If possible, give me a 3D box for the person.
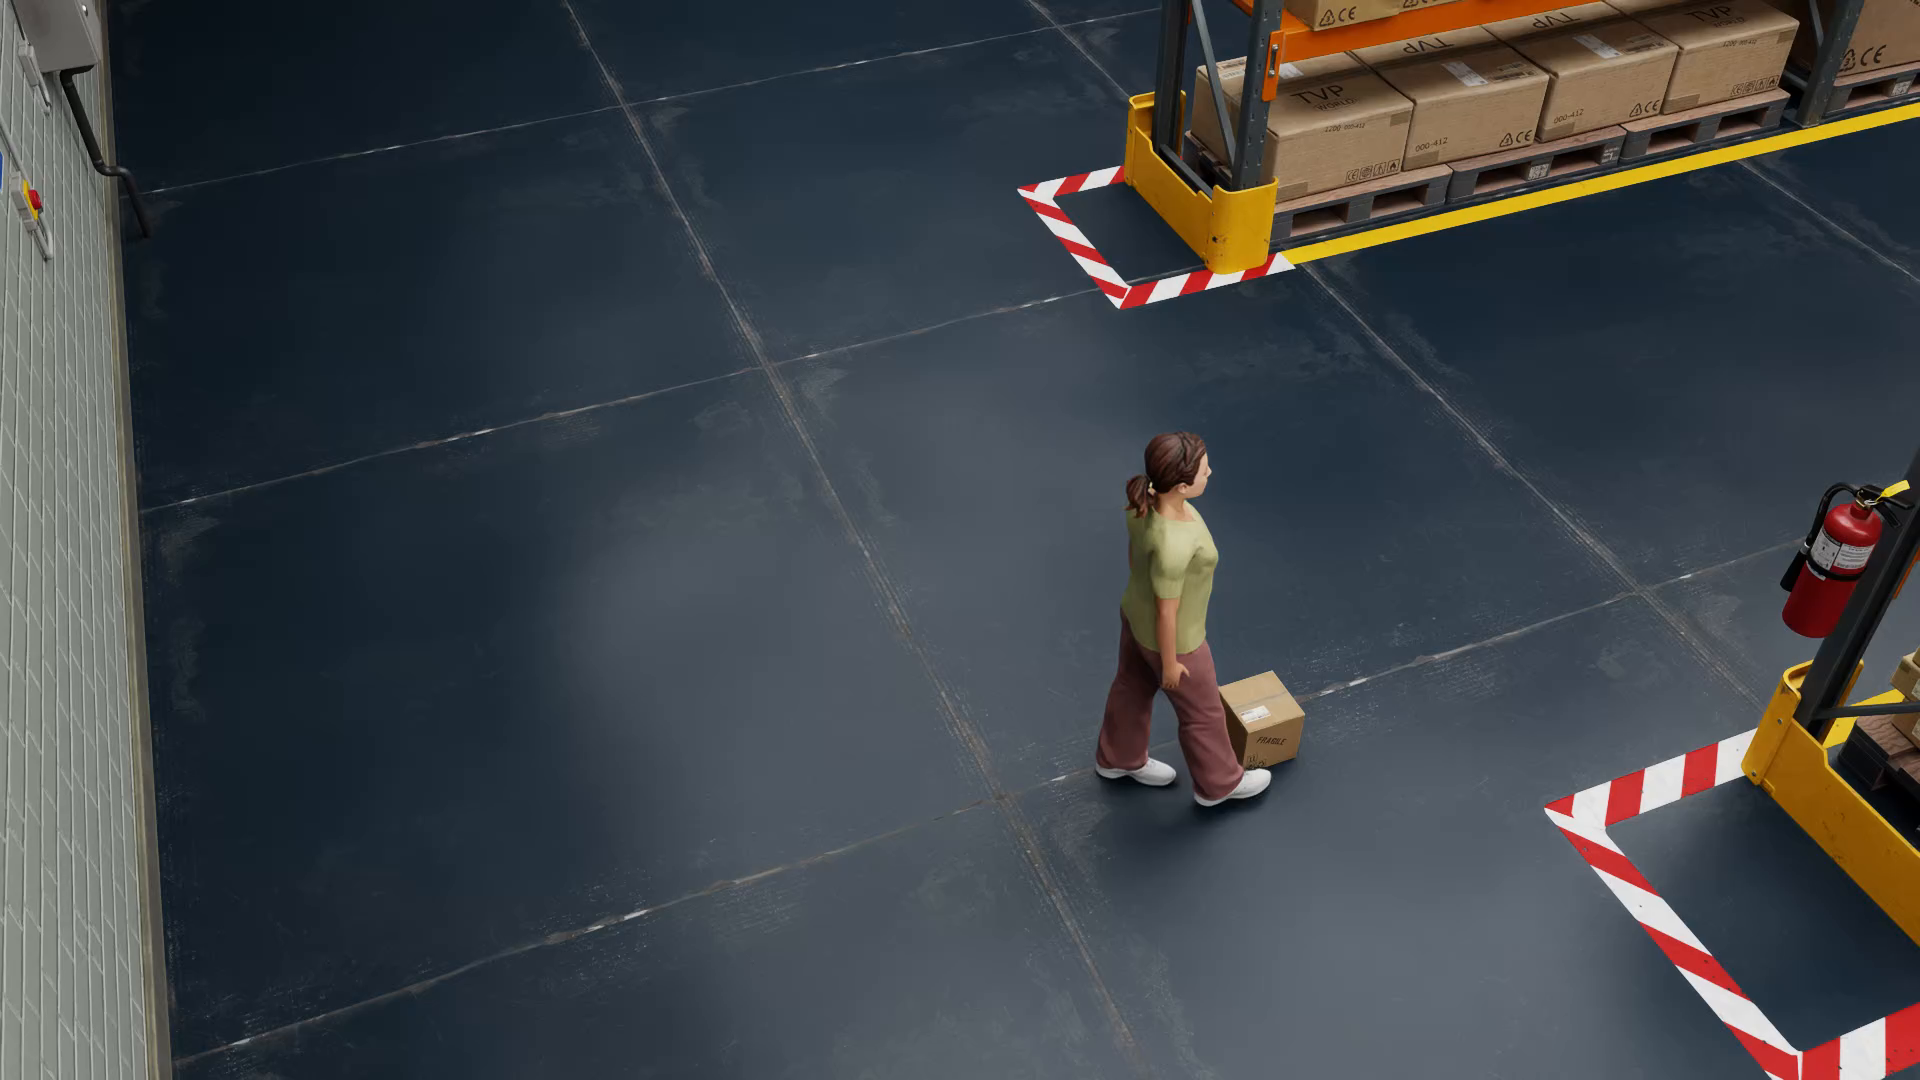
[{"bbox_3d":[0.838,0.269,5.834,0.636,1.640,0.448,-9,43,-10],"label":"person"}]
